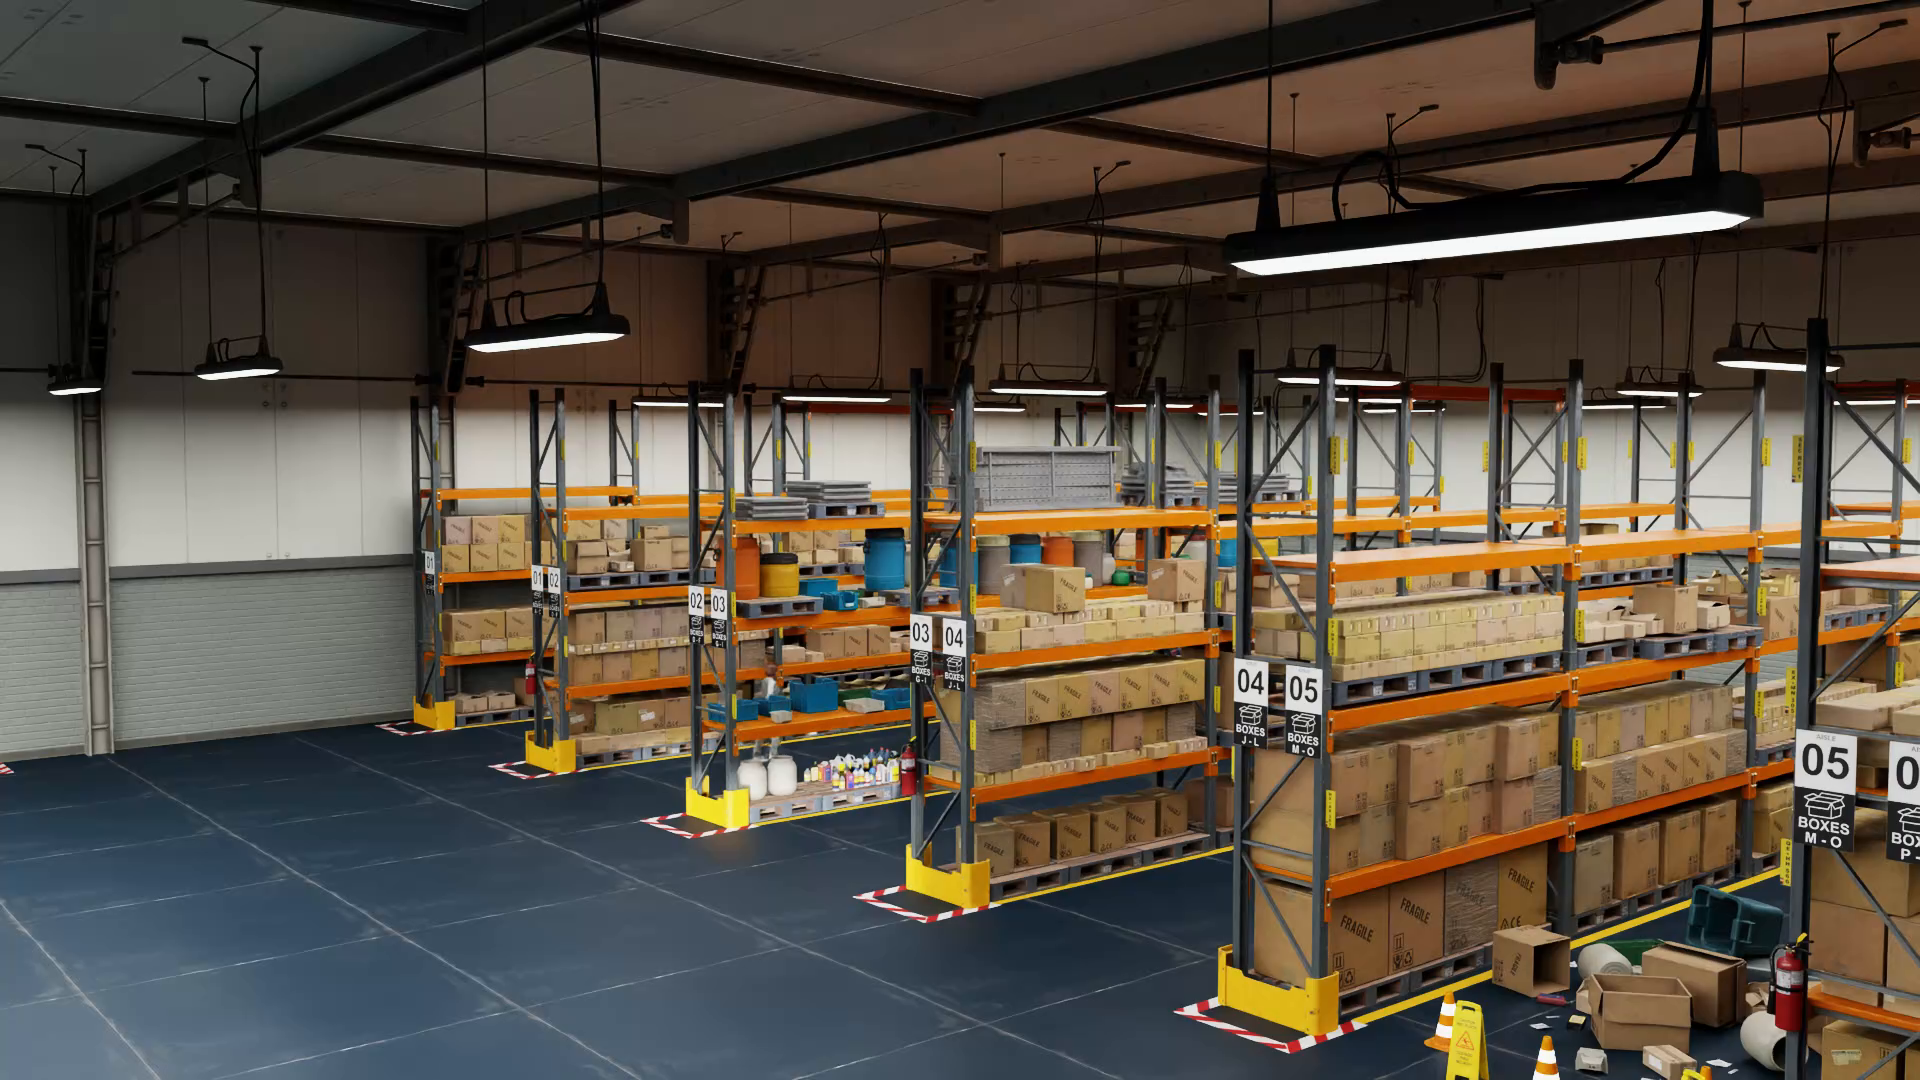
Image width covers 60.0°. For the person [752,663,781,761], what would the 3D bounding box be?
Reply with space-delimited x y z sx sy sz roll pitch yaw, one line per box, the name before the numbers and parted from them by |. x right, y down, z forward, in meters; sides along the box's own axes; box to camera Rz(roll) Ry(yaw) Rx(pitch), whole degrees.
person | -3.118 2.795 26.801 0.512 1.610 0.450 -2 4 -28
